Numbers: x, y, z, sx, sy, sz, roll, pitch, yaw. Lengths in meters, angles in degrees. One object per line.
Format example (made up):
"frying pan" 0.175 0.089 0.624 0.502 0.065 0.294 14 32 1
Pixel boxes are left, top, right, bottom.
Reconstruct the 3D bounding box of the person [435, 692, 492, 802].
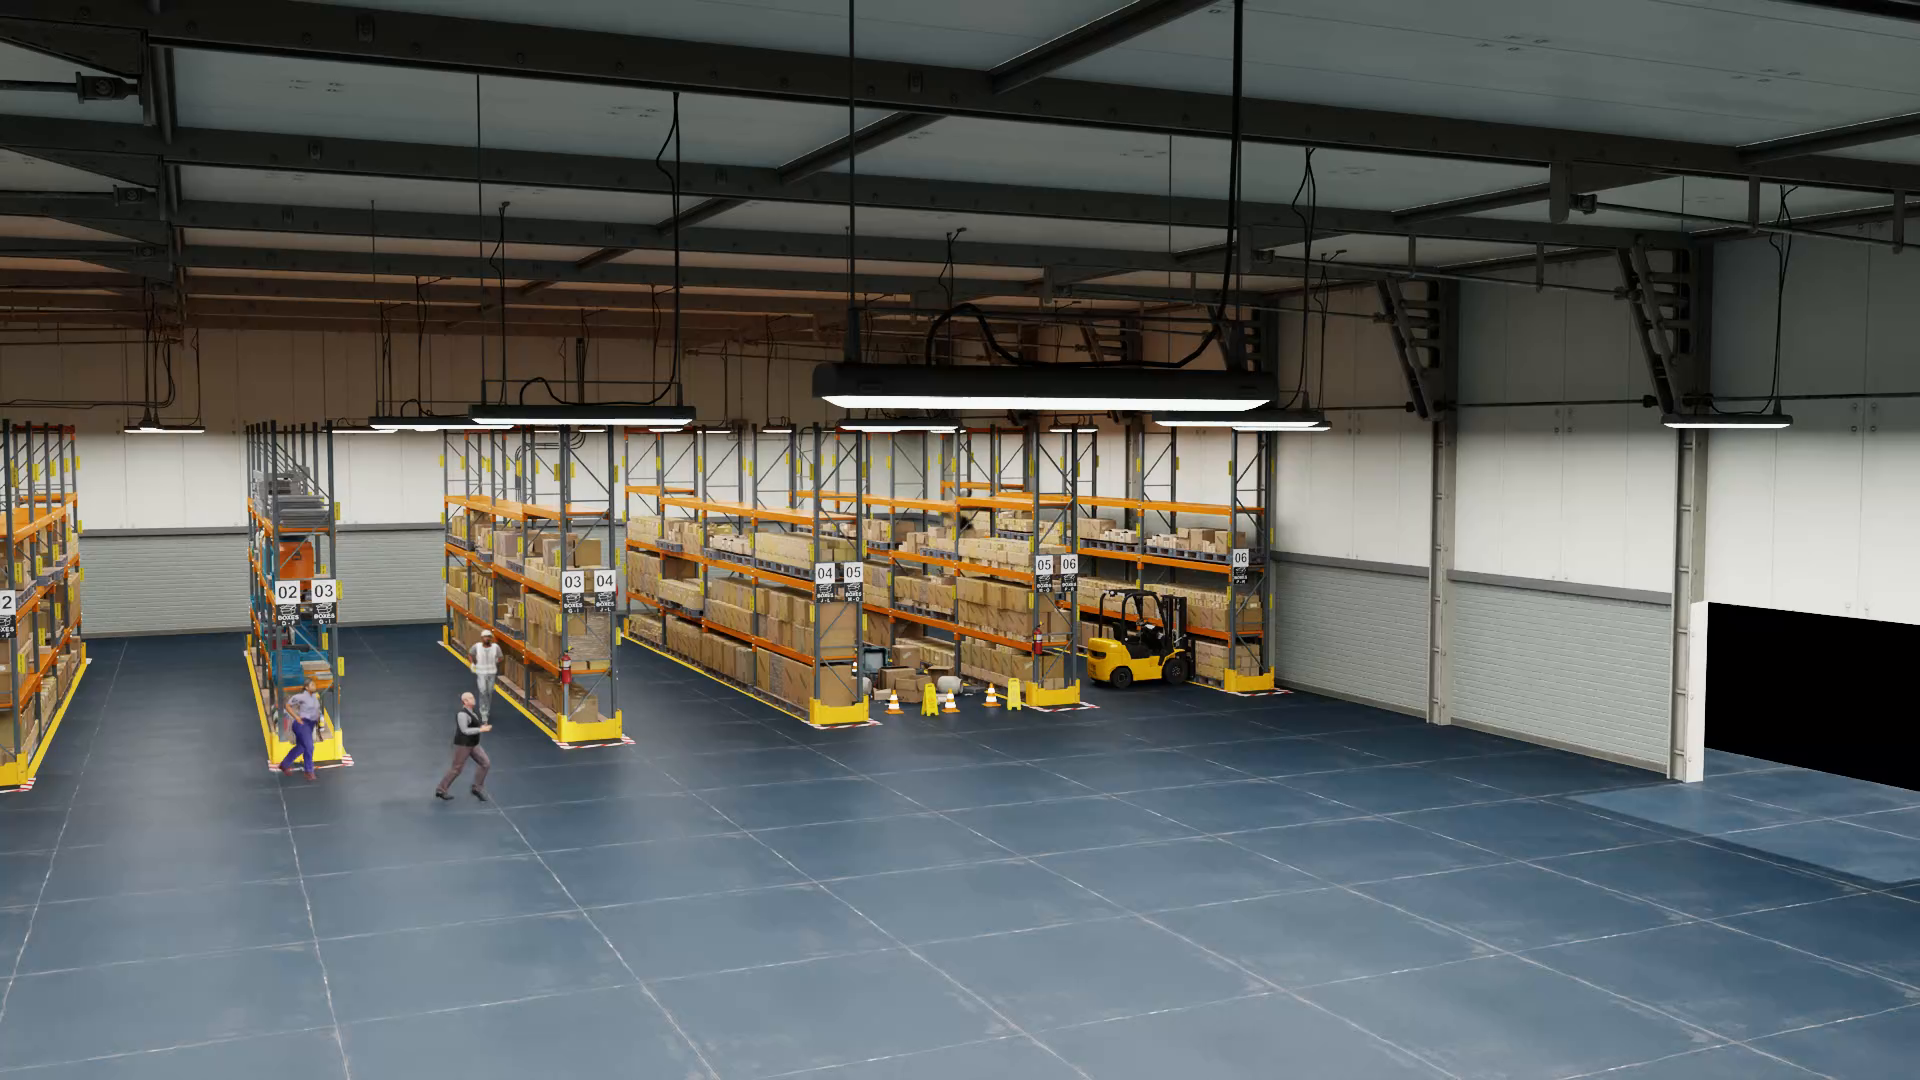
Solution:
"person" -7.719 3.243 25.962 0.887 1.760 0.662 0 4 4

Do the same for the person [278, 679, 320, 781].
"person" -11.039 3.186 27.923 0.781 1.676 0.627 0 4 6

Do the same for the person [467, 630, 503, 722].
"person" -9.568 2.734 33.607 0.656 1.848 0.803 -2 4 -28

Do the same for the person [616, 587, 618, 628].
"person" -10.221 1.879 48.579 0.866 1.689 0.713 3 5 42
